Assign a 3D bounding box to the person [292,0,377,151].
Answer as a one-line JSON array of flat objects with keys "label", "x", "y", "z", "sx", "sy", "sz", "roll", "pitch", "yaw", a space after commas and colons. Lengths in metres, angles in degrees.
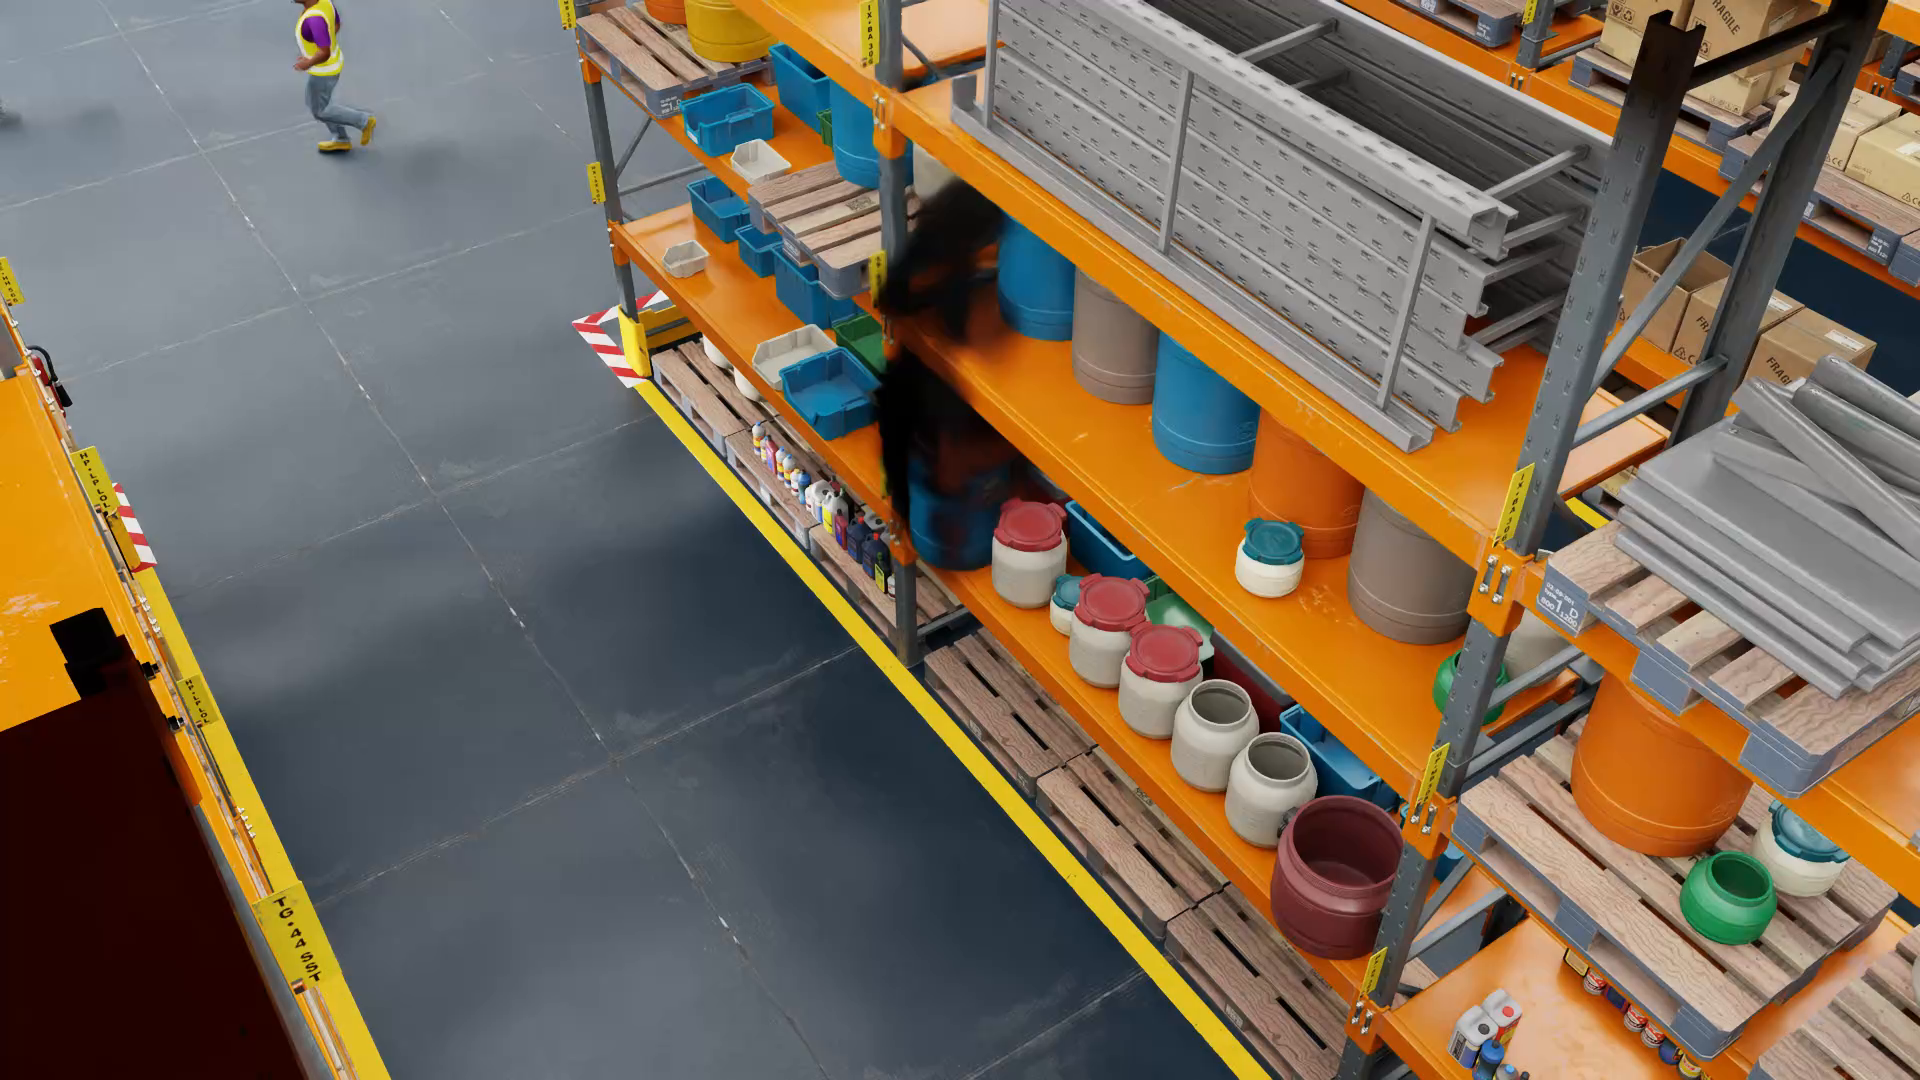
[{"label": "person", "x": -5.779, "y": -4.356, "z": 15.228, "sx": 0.625, "sy": 1.716, "sz": 0.700, "roll": -5, "pitch": 43, "yaw": -6}]
